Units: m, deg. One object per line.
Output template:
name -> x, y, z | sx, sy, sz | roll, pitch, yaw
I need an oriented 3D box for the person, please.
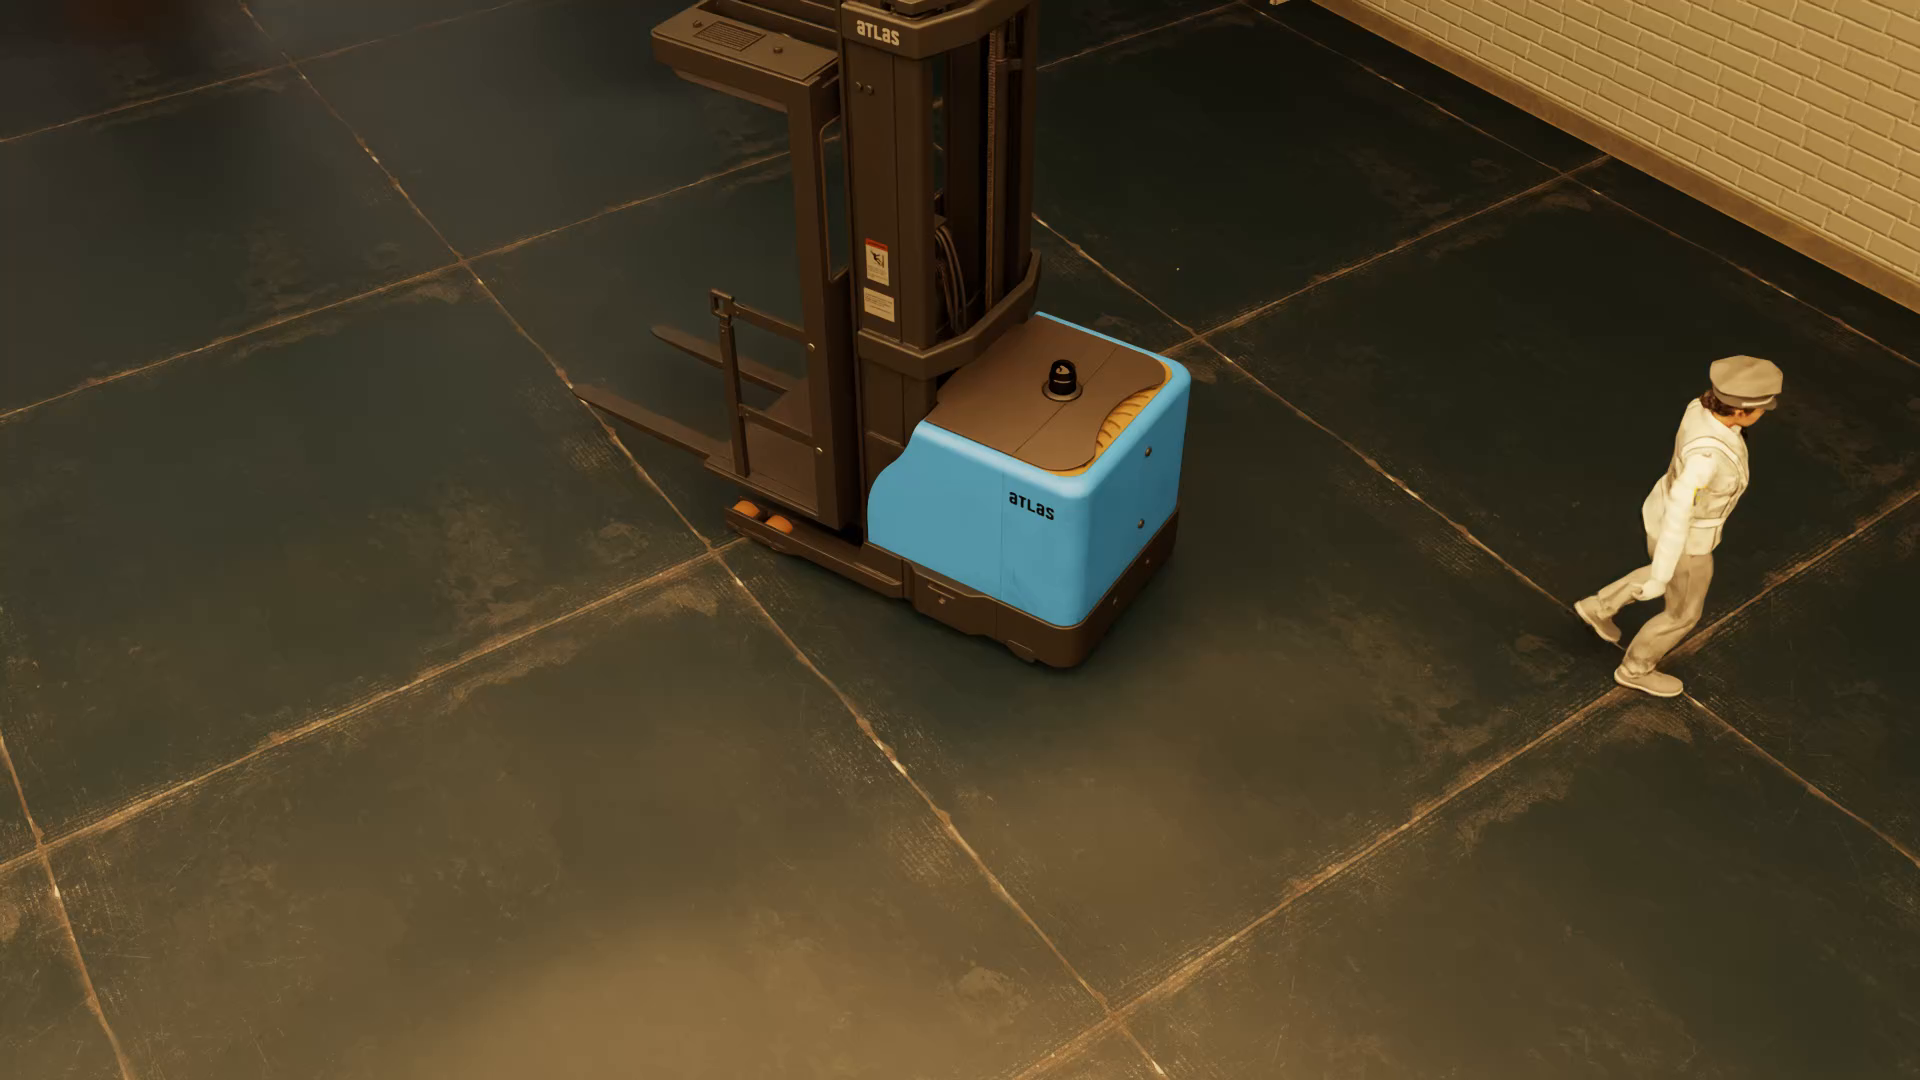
person -> 2.893, -0.036, 6.707 | 0.508, 1.649, 0.694 | 9, 43, 10

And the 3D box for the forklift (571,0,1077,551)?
forklift -> -0.508, -1.305, 7.131 | 3.031, 2.935, 1.121 | 24, 48, 24
